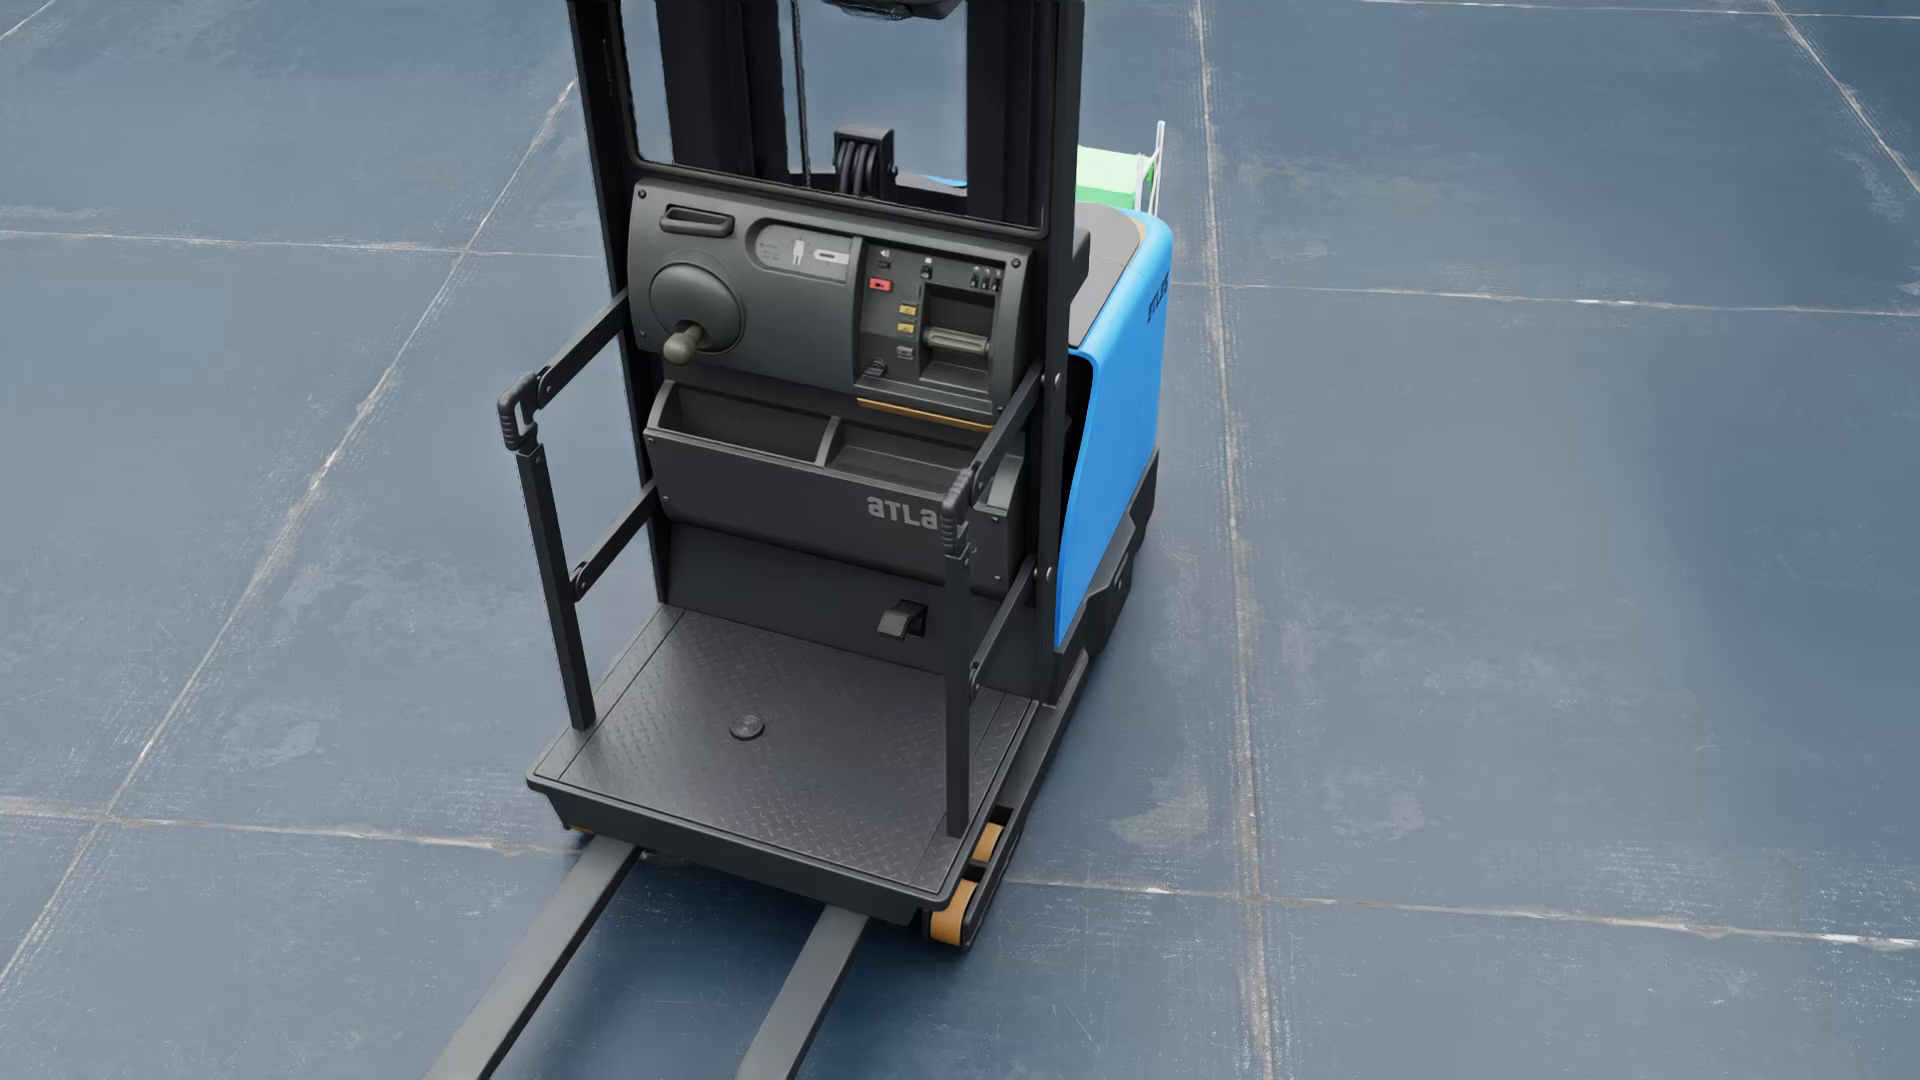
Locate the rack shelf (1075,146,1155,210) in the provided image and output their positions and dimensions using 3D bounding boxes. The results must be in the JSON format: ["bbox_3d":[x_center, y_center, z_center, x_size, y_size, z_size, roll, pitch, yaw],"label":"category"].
[{"bbox_3d":[0.319,-1.061,4.944,0.480,0.148,0.258,13,41,16],"label":"rack shelf"}]

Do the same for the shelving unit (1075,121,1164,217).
[{"bbox_3d":[0.319,-0.738,5.206,0.503,1.200,0.258,13,41,16],"label":"shelving unit"}]

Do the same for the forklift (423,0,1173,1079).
[{"bbox_3d":[-0.377,-0.453,3.484,1.130,2.935,3.031,13,41,16],"label":"forklift"}]

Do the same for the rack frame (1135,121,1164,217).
[{"bbox_3d":[0.547,-0.684,5.140,0.015,1.200,0.240,13,41,16],"label":"rack frame"}]
